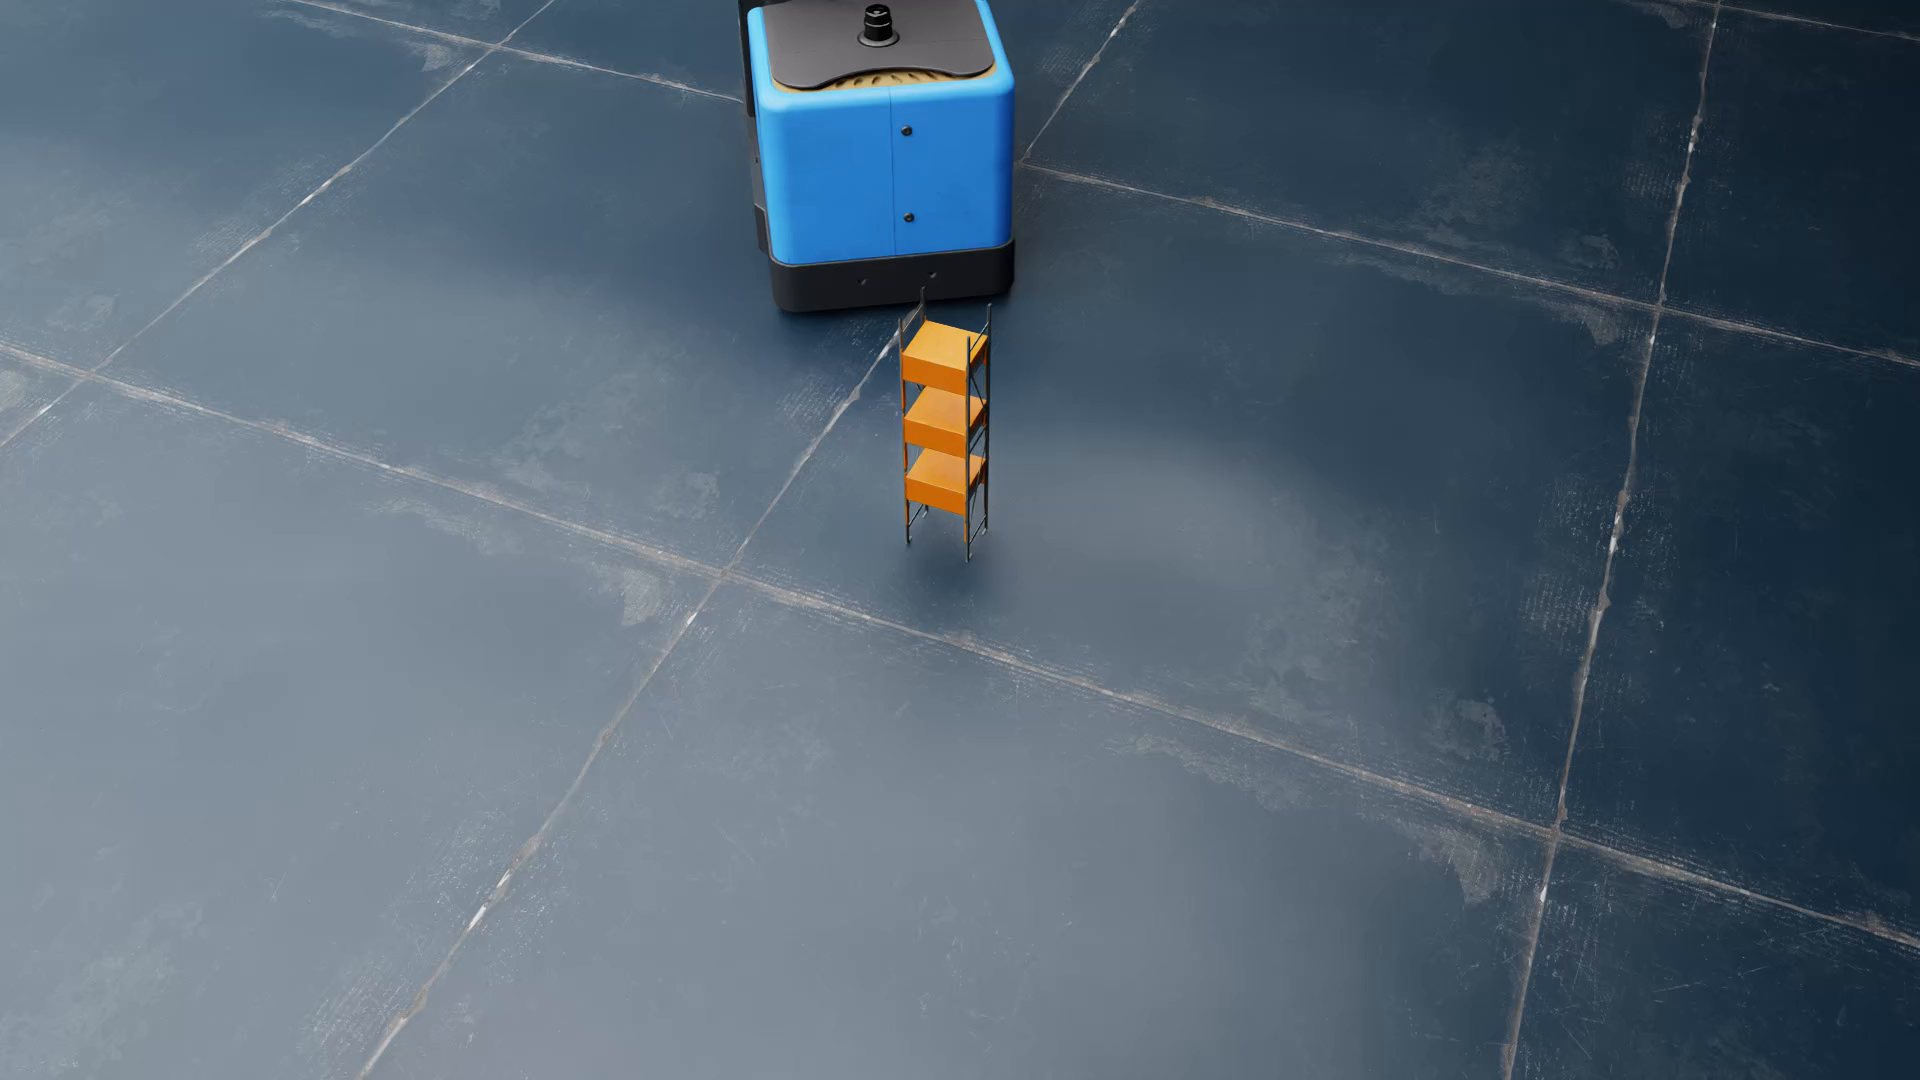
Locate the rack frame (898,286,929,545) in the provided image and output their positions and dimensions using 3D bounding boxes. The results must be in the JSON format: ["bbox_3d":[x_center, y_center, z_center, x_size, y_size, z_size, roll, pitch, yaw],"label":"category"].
[{"bbox_3d":[-0.162,-0.420,5.928,0.008,1.050,0.200,16,47,16],"label":"rack frame"}]

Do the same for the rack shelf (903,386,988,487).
[{"bbox_3d":[-0.049,-0.379,5.902,0.240,0.259,0.215,16,47,16],"label":"rack shelf"}]

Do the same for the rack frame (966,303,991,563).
[{"bbox_3d":[0.063,-0.354,5.861,0.008,1.050,0.200,16,47,16],"label":"rack frame"}]

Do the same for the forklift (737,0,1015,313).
[{"bbox_3d":[-0.499,-3.064,7.251,1.130,2.935,3.031,-6,45,-6],"label":"forklift"}]

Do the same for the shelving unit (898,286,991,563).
[{"bbox_3d":[-0.049,-0.387,5.894,0.252,1.050,0.215,16,47,16],"label":"shelving unit"}]

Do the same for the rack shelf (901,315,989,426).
[{"bbox_3d":[-0.049,-0.580,5.702,0.240,0.259,0.215,16,47,16],"label":"rack shelf"}]

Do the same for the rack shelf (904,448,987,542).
[{"bbox_3d":[-0.049,-0.182,6.098,0.240,0.259,0.215,16,47,16],"label":"rack shelf"}]
